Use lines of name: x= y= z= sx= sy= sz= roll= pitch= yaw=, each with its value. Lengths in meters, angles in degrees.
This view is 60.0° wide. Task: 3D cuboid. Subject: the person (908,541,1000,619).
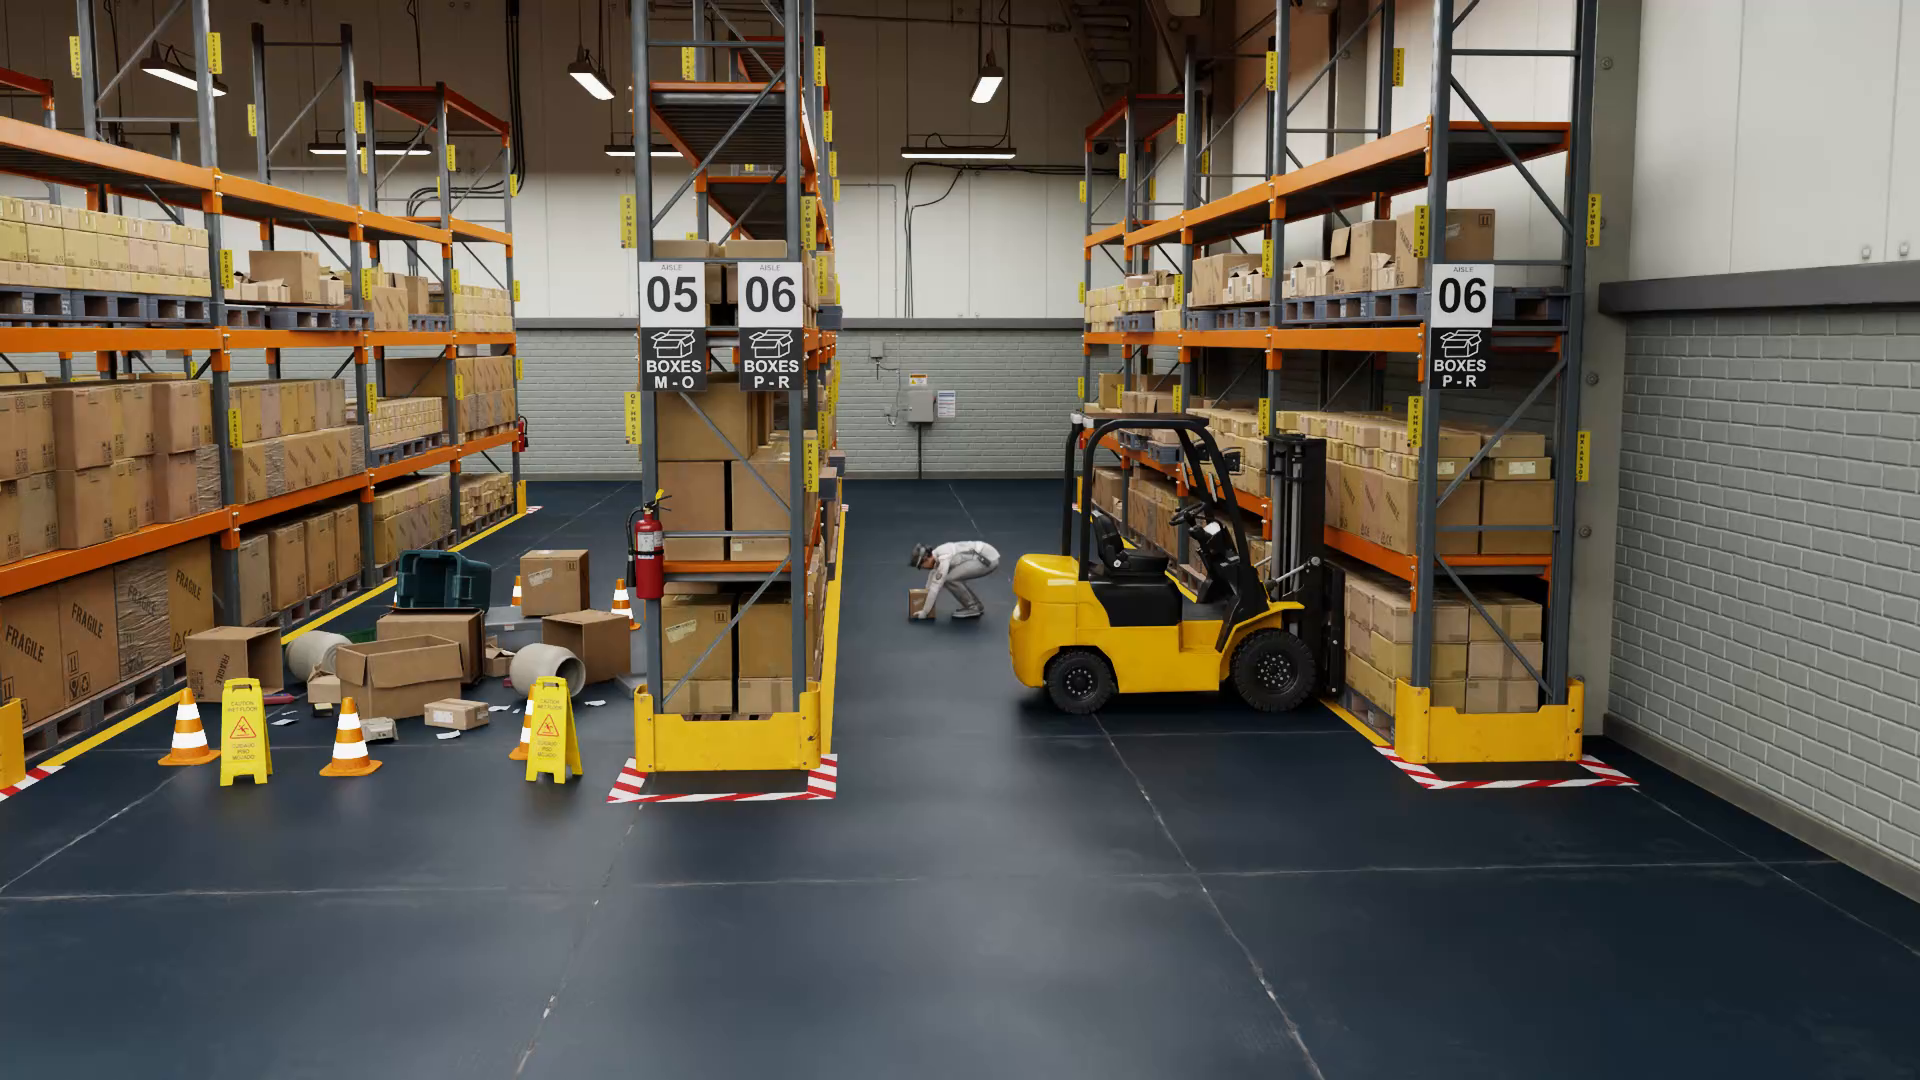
person: x=-0.062 y=0.390 z=16.417 sx=0.913 sy=0.759 sz=0.444 roll=-1 pitch=7 yaw=-5
